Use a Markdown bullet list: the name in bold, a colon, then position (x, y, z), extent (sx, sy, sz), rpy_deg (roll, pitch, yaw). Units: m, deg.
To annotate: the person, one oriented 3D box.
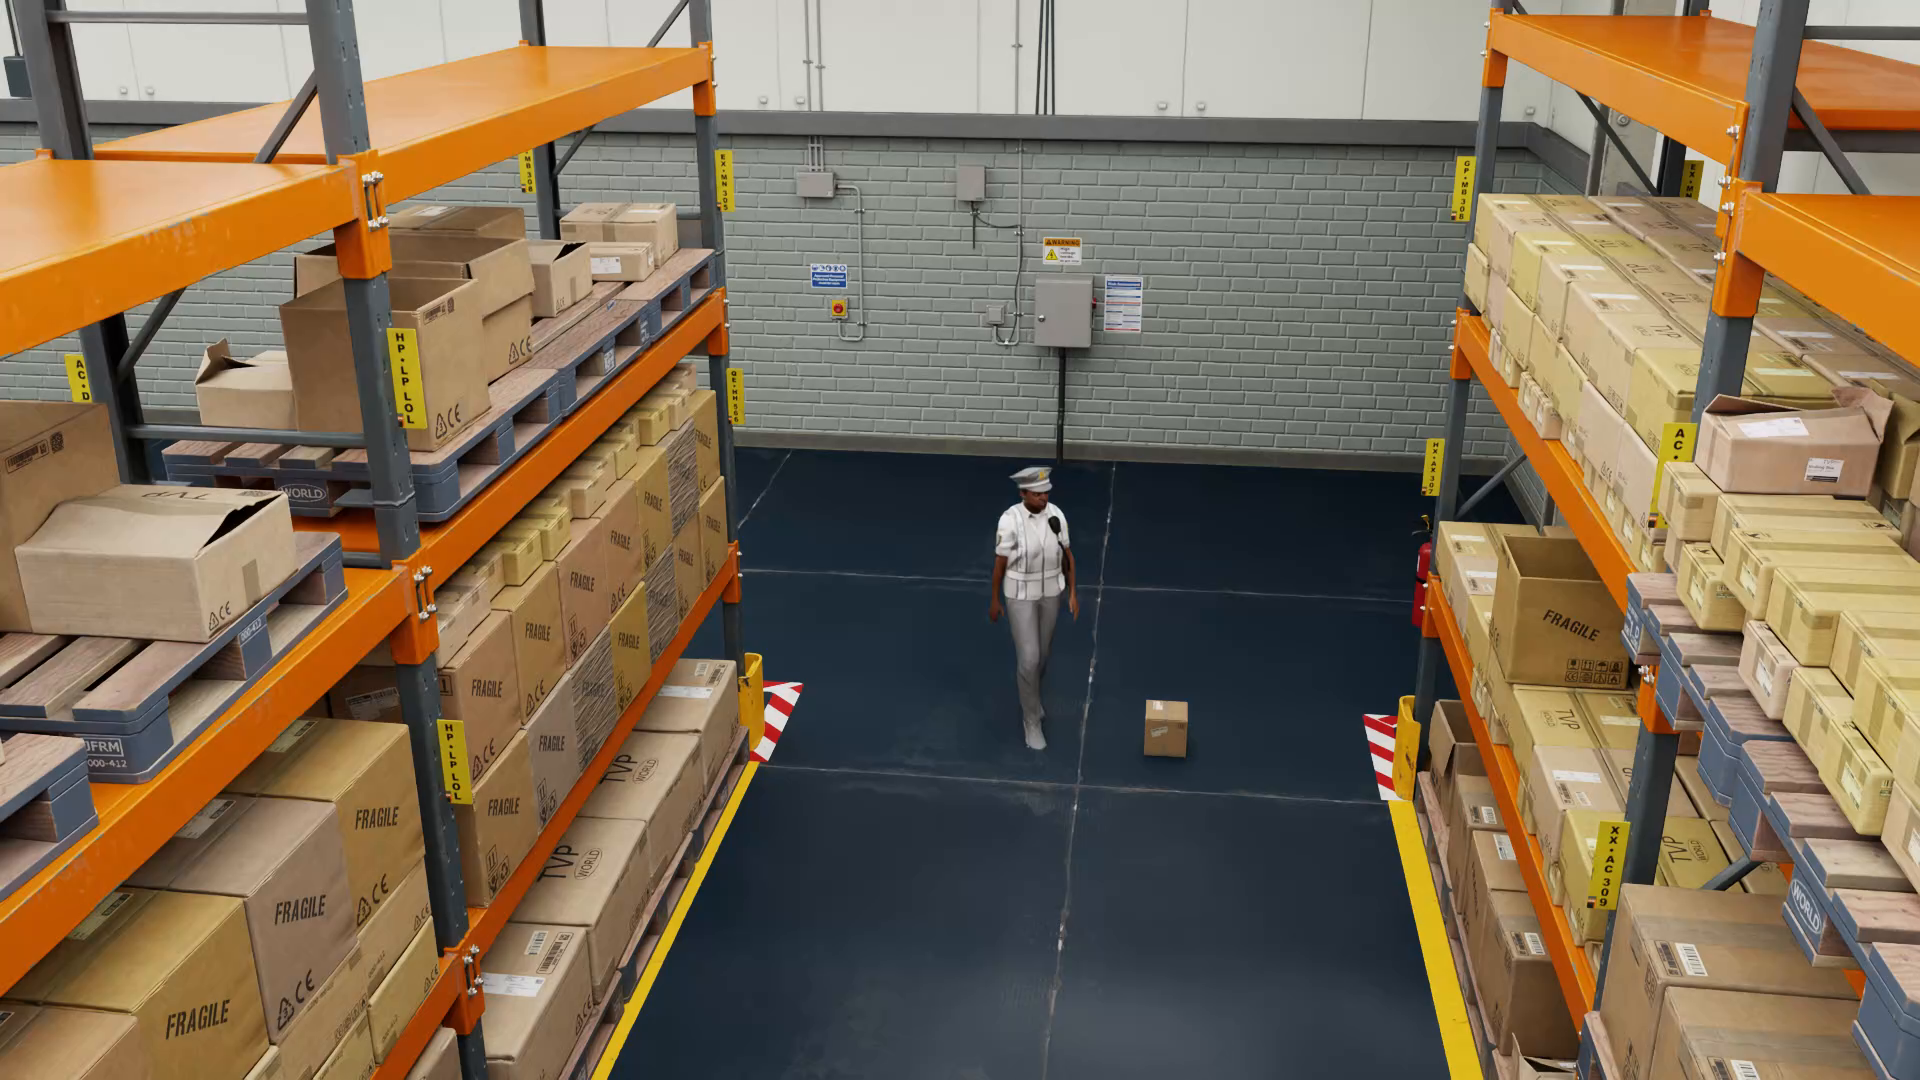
- **person**: position (0.489, 0.390, 10.089), extent (0.505, 1.718, 0.610), rpy_deg (-9, 23, -22)
